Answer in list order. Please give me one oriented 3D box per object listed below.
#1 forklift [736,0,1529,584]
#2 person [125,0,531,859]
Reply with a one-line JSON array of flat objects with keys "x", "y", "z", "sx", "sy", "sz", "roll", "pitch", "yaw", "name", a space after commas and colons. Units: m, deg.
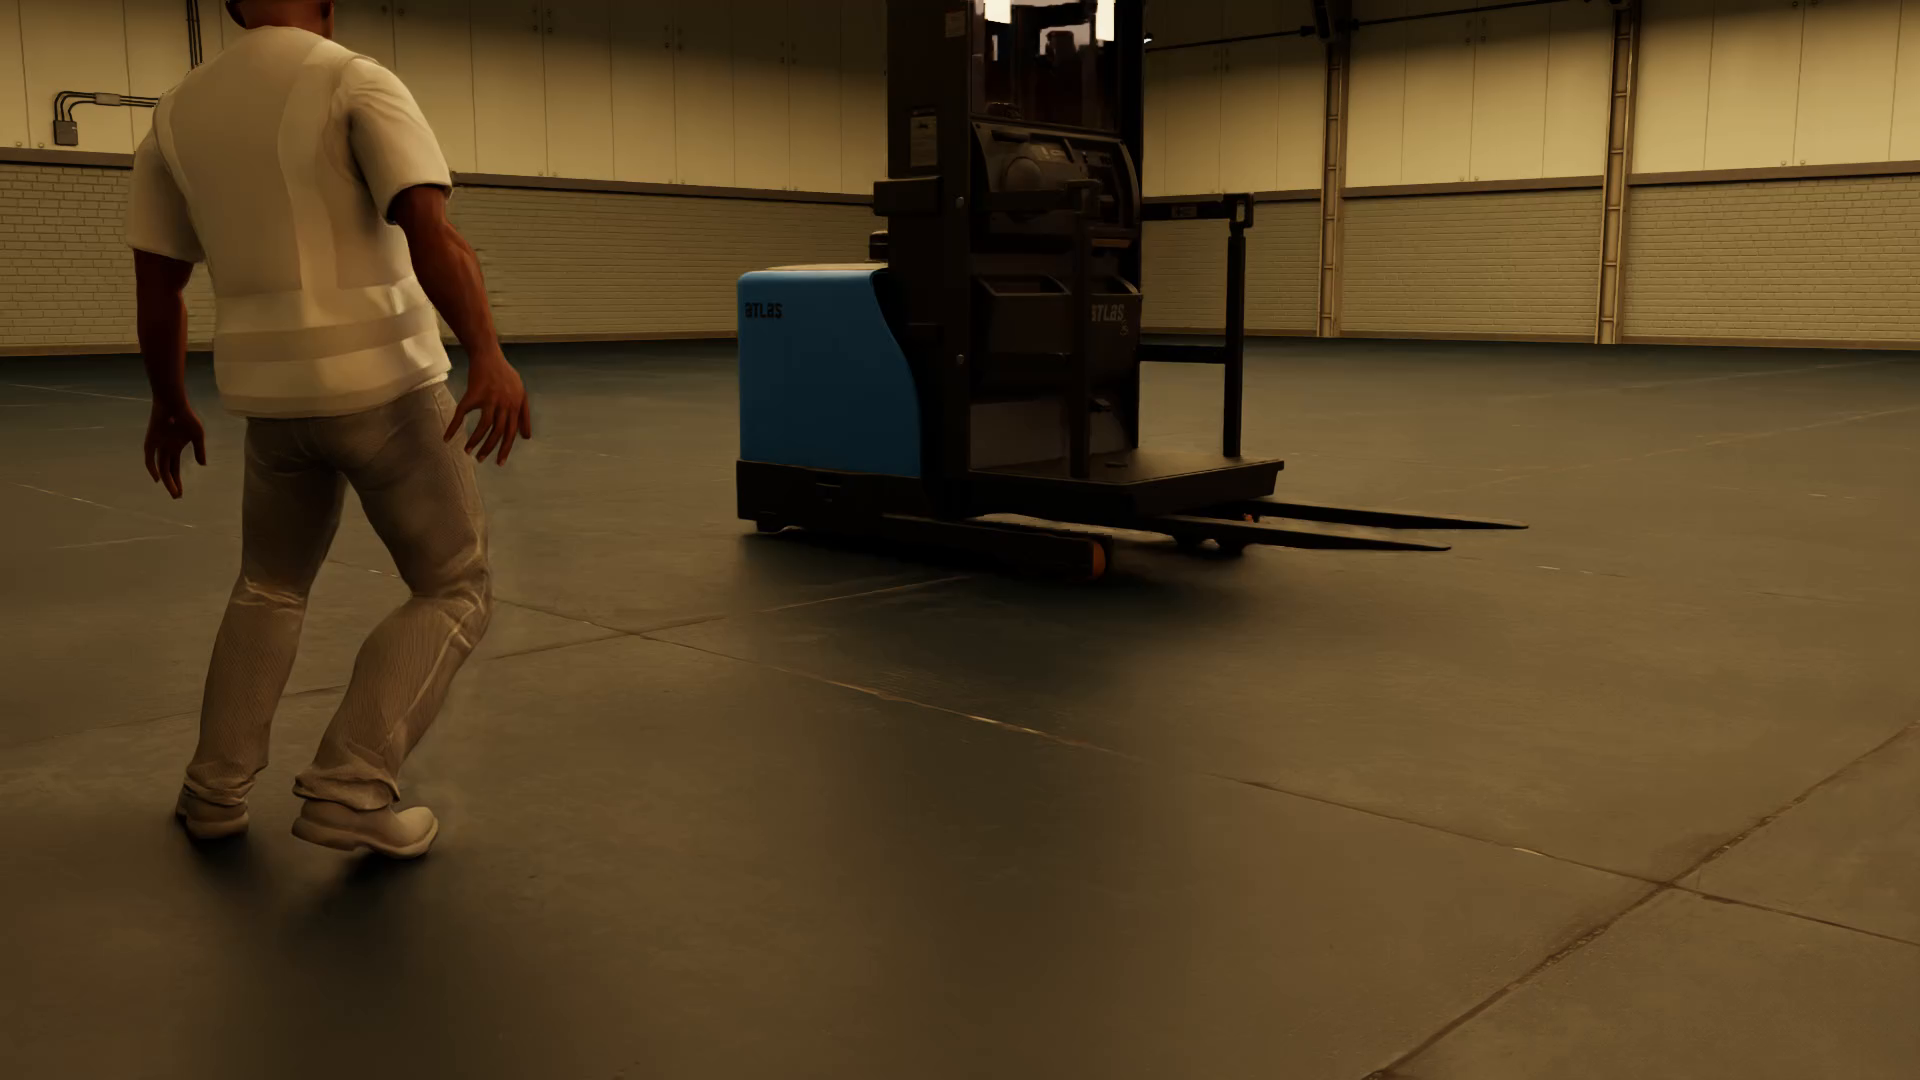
[{"x": 0.529, "y": -1.385, "z": 6.075, "sx": 3.031, "sy": 2.935, "sz": 1.130, "roll": 7, "pitch": 11, "yaw": 40, "name": "forklift"}, {"x": -1.131, "y": -0.283, "z": 2.951, "sx": 0.926, "sy": 1.684, "sz": 0.486, "roll": 4, "pitch": 9, "yaw": 25, "name": "person"}]
